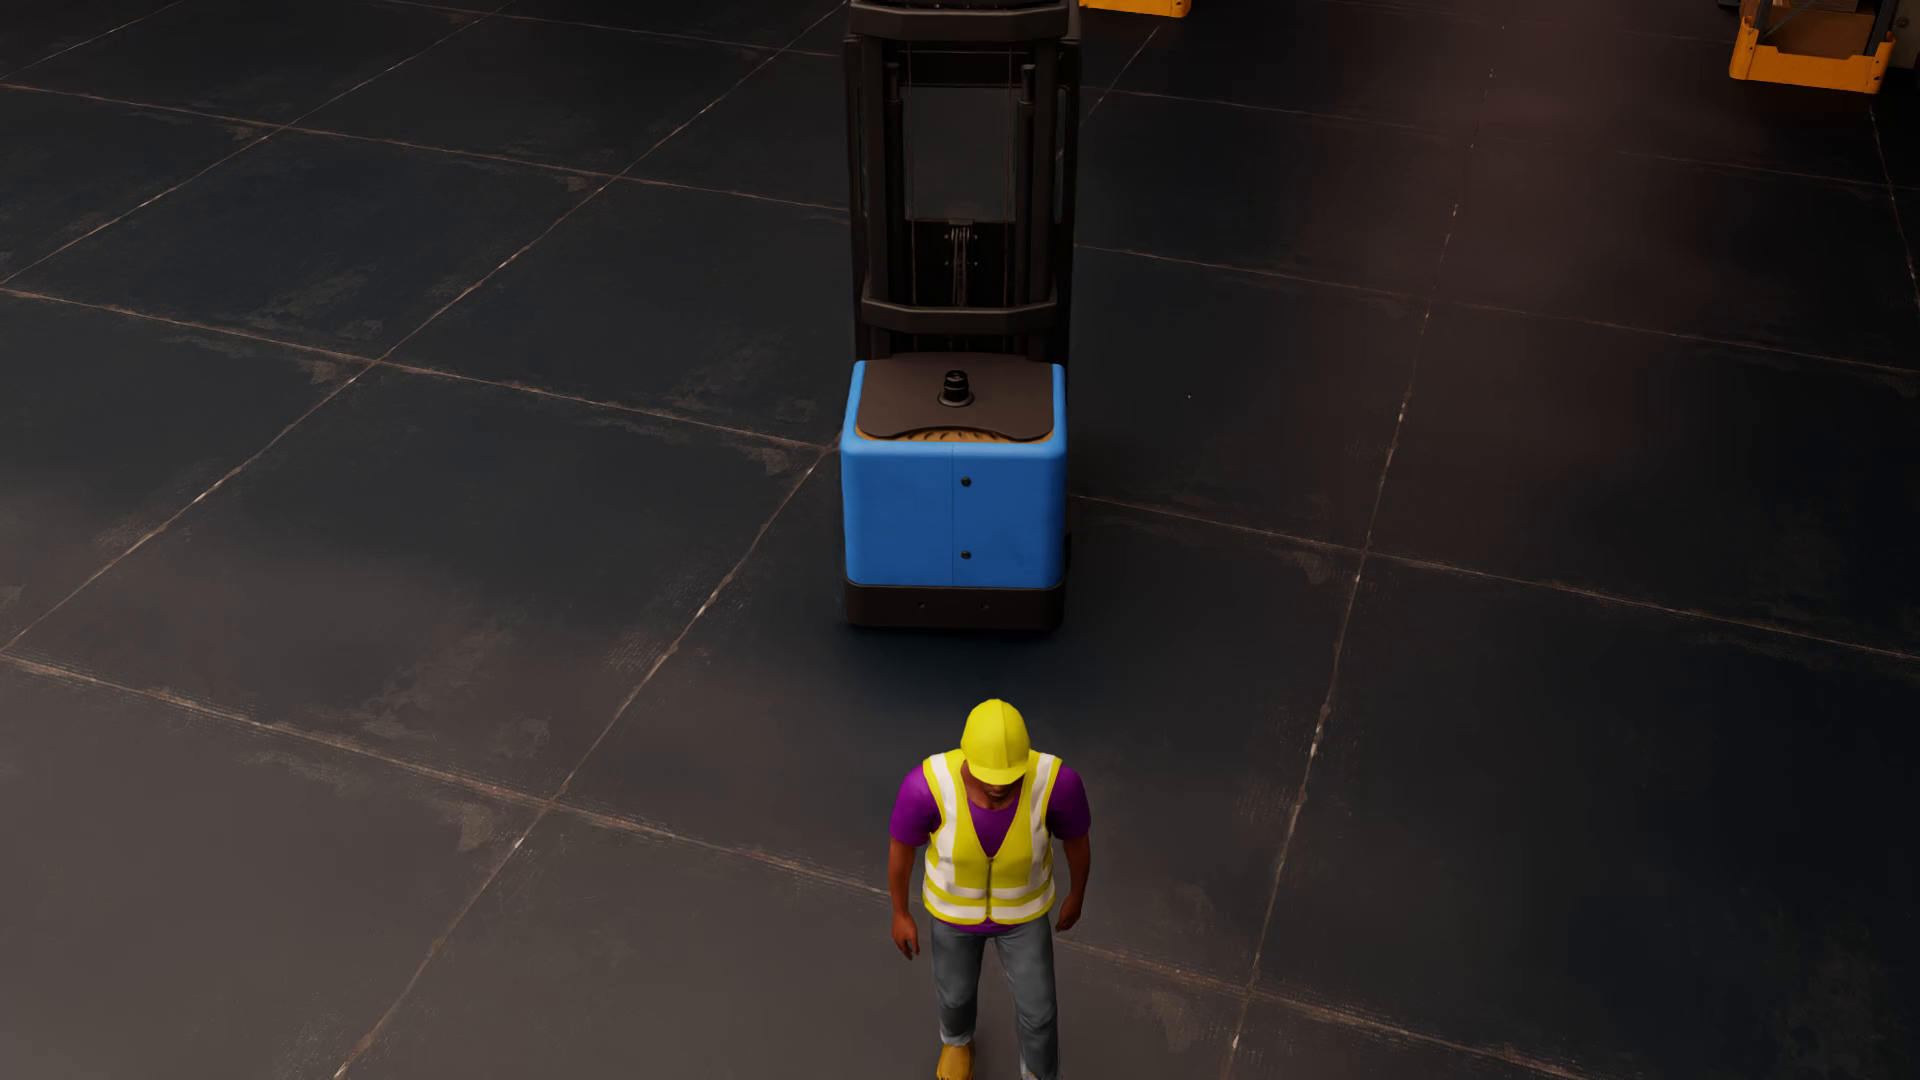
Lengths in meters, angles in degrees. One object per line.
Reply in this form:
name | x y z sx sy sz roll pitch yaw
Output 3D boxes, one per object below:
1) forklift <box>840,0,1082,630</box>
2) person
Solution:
forklift | 0.019 -1.591 8.355 1.130 2.935 3.031 1 35 2
person | 0.095 1.232 5.422 0.656 1.783 0.525 0 35 0
